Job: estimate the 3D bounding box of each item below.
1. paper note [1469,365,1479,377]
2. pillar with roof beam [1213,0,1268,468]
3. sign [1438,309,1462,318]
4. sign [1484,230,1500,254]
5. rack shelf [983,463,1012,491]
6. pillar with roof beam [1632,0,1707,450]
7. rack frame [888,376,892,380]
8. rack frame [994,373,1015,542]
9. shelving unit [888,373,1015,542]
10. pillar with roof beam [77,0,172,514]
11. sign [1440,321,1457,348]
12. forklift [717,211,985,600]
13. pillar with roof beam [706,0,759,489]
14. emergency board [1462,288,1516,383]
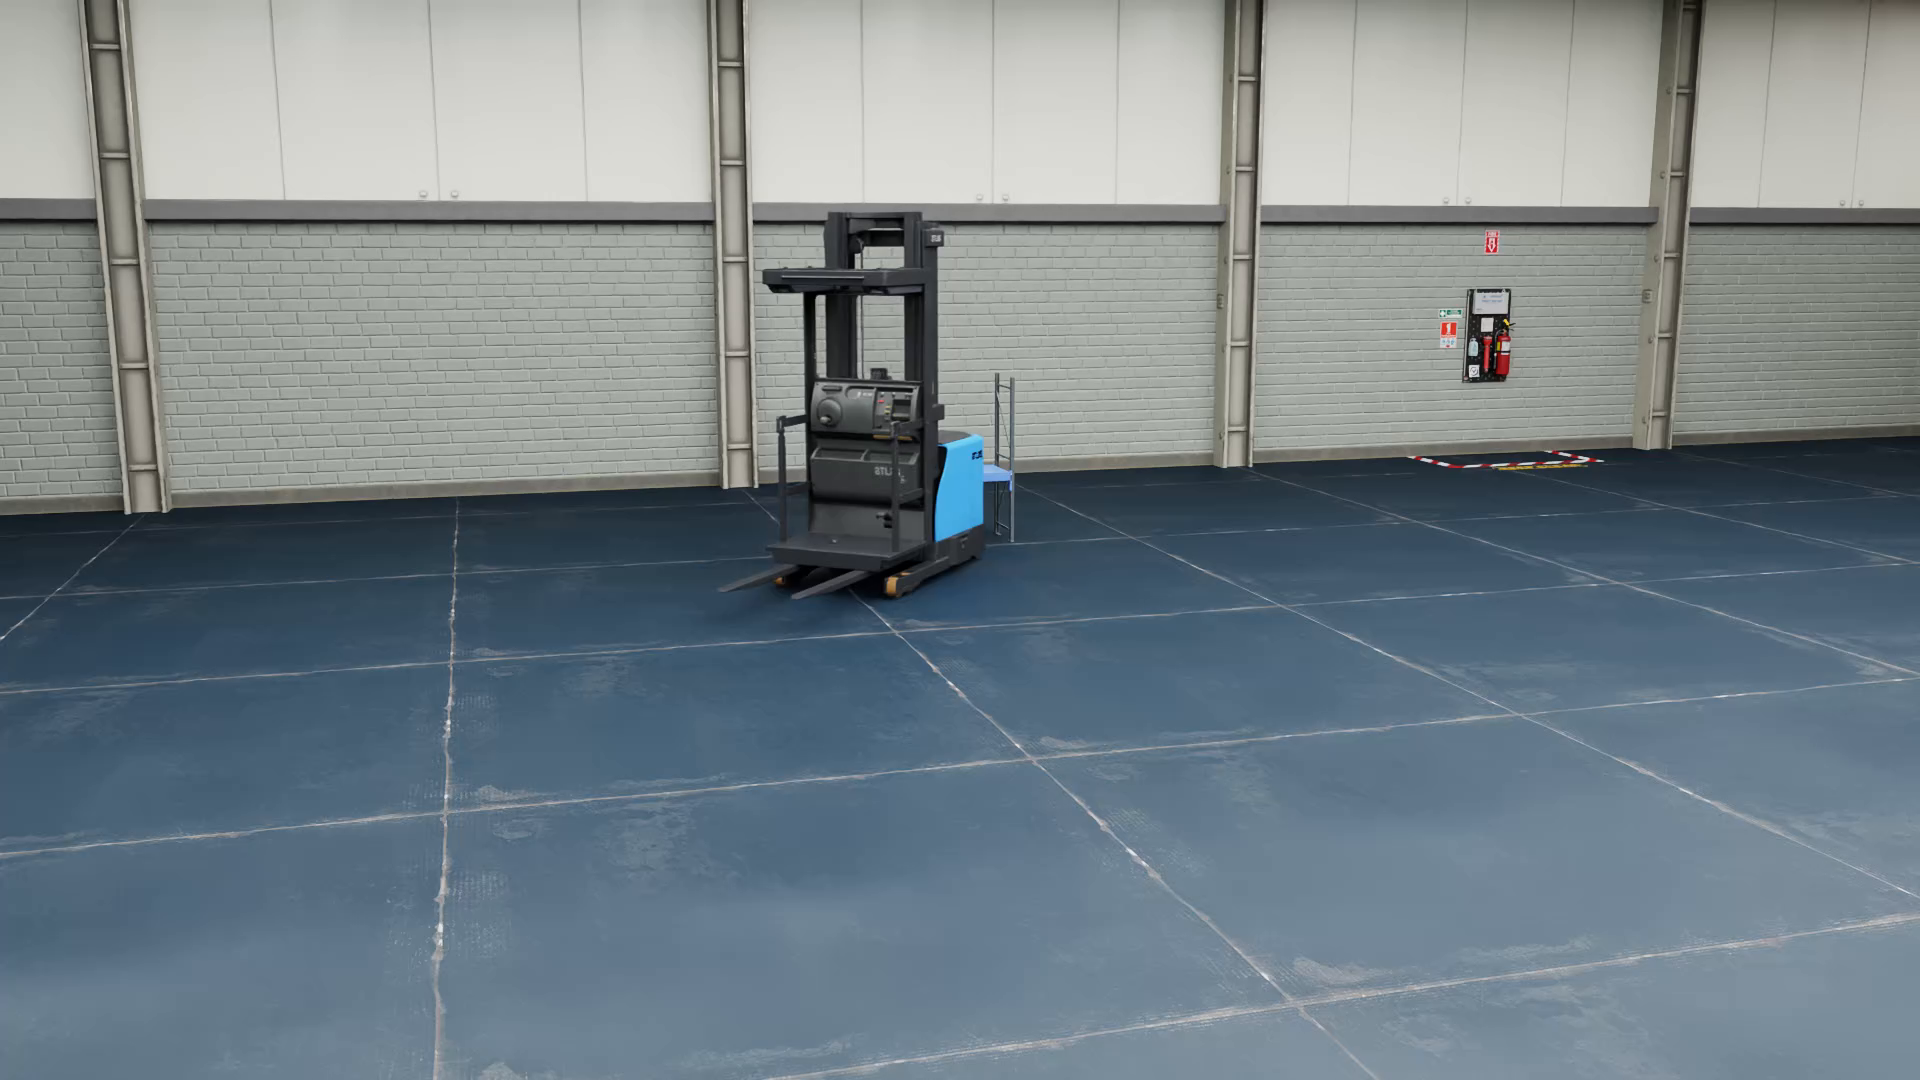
[{"bbox_3d":[6.489,-2.132,20.981,0.142,0.148,0.016,-3,11,-16],"label":"paper note"},{"bbox_3d":[4.504,-4.579,15.270,0.400,9.000,9.100,-3,11,-16],"label":"pillar with roof beam"},{"bbox_3d":[6.126,-2.829,20.772,0.331,0.109,0.001,-3,11,-16],"label":"sign"},{"bbox_3d":[6.643,-3.719,20.767,0.199,0.298,0.001,-3,11,-16],"label":"sign"},{"bbox_3d":[-0.082,-0.556,15.123,1.000,0.185,0.538,-3,11,-16],"label":"rack shelf"},{"bbox_3d":[10.265,-4.883,16.920,0.400,9.000,9.100,-3,11,-16],"label":"pillar with roof beam"},{"bbox_3d":[-0.570,-0.708,14.951,0.032,1.500,0.500,-3,11,-16],"label":"rack frame"},{"bbox_3d":[0.406,-0.759,15.230,0.032,1.500,0.500,-3,11,-16],"label":"rack frame"},{"bbox_3d":[-0.082,-0.733,15.091,1.048,1.500,0.538,-3,11,-16],"label":"shelving unit"},{"bbox_3d":[-7.017,-3.972,11.972,0.400,9.000,9.100,-3,11,-16],"label":"pillar with roof beam"},{"bbox_3d":[6.119,-2.570,20.827,0.234,0.329,0.001,-3,11,-16],"label":"sign"},{"bbox_3d":[-0.841,-1.082,13.033,1.130,2.935,3.031,5,11,23],"label":"forklift"},{"bbox_3d":[-1.257,-4.276,13.621,0.400,9.000,9.100,-3,11,-16],"label":"pillar with roof beam"},{"bbox_3d":[6.679,-2.563,20.885,0.643,1.169,0.194,-3,11,-16],"label":"emergency board"}]
